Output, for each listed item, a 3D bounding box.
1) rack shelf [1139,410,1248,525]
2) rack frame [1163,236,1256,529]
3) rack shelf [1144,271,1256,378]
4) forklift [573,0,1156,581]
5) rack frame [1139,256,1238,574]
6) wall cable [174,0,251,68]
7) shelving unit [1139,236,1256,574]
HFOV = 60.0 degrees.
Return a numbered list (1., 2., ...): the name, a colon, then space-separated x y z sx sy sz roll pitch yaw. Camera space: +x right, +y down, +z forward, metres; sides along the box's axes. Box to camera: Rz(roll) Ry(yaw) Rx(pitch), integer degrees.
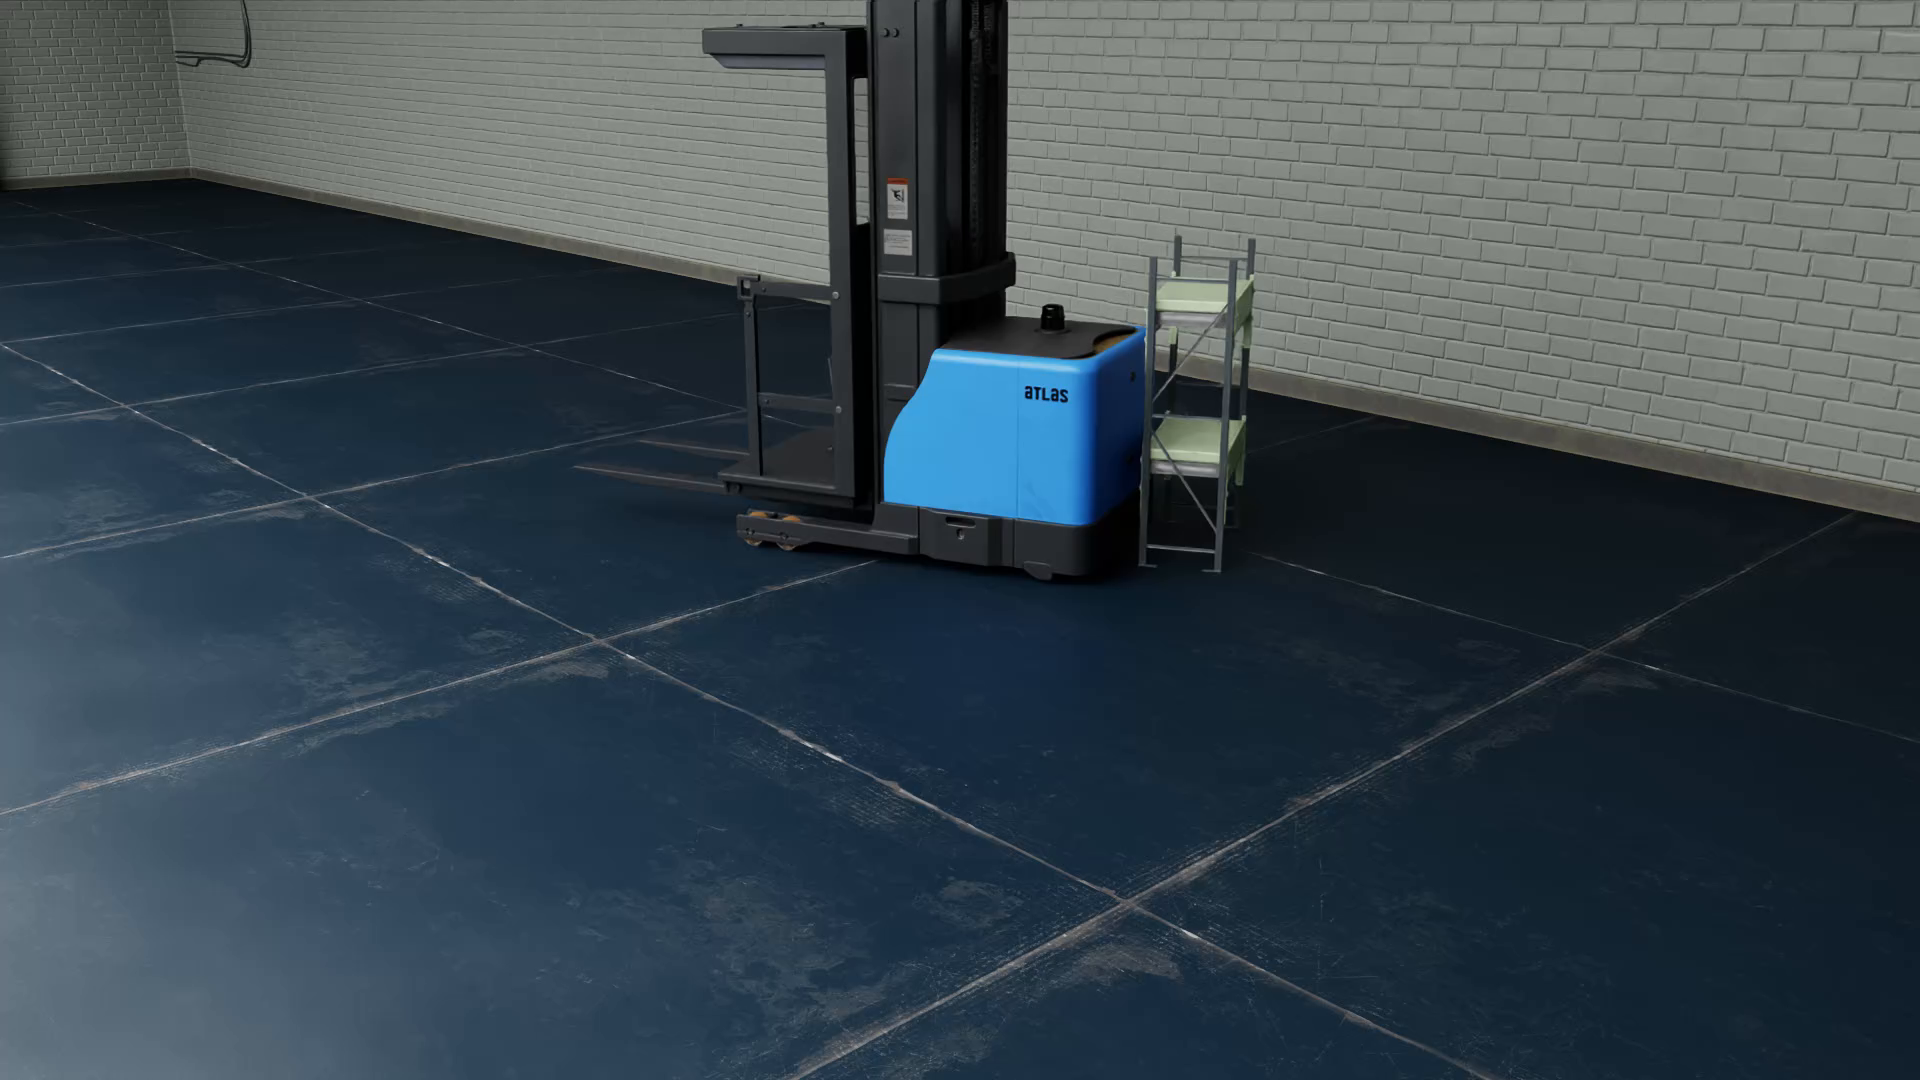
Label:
1. rack shelf: 1.165 -0.371 8.254 0.431 0.370 0.720 5 19 15
2. rack frame: 1.265 -0.790 8.488 0.400 1.500 0.023 5 19 15
3. rack shelf: 1.165 -1.052 8.033 0.431 0.370 0.720 5 19 15
4. forklift: -0.575 -1.485 8.313 3.031 2.935 1.130 8 20 23
5. rack frame: 1.065 -0.572 7.818 0.400 1.500 0.023 5 19 15
6. wall cable: -10.971 -8.110 23.943 0.112 2.526 3.097 -16 24 -41
7. shelving unit: 1.165 -0.681 8.153 0.431 1.500 0.755 5 19 15
